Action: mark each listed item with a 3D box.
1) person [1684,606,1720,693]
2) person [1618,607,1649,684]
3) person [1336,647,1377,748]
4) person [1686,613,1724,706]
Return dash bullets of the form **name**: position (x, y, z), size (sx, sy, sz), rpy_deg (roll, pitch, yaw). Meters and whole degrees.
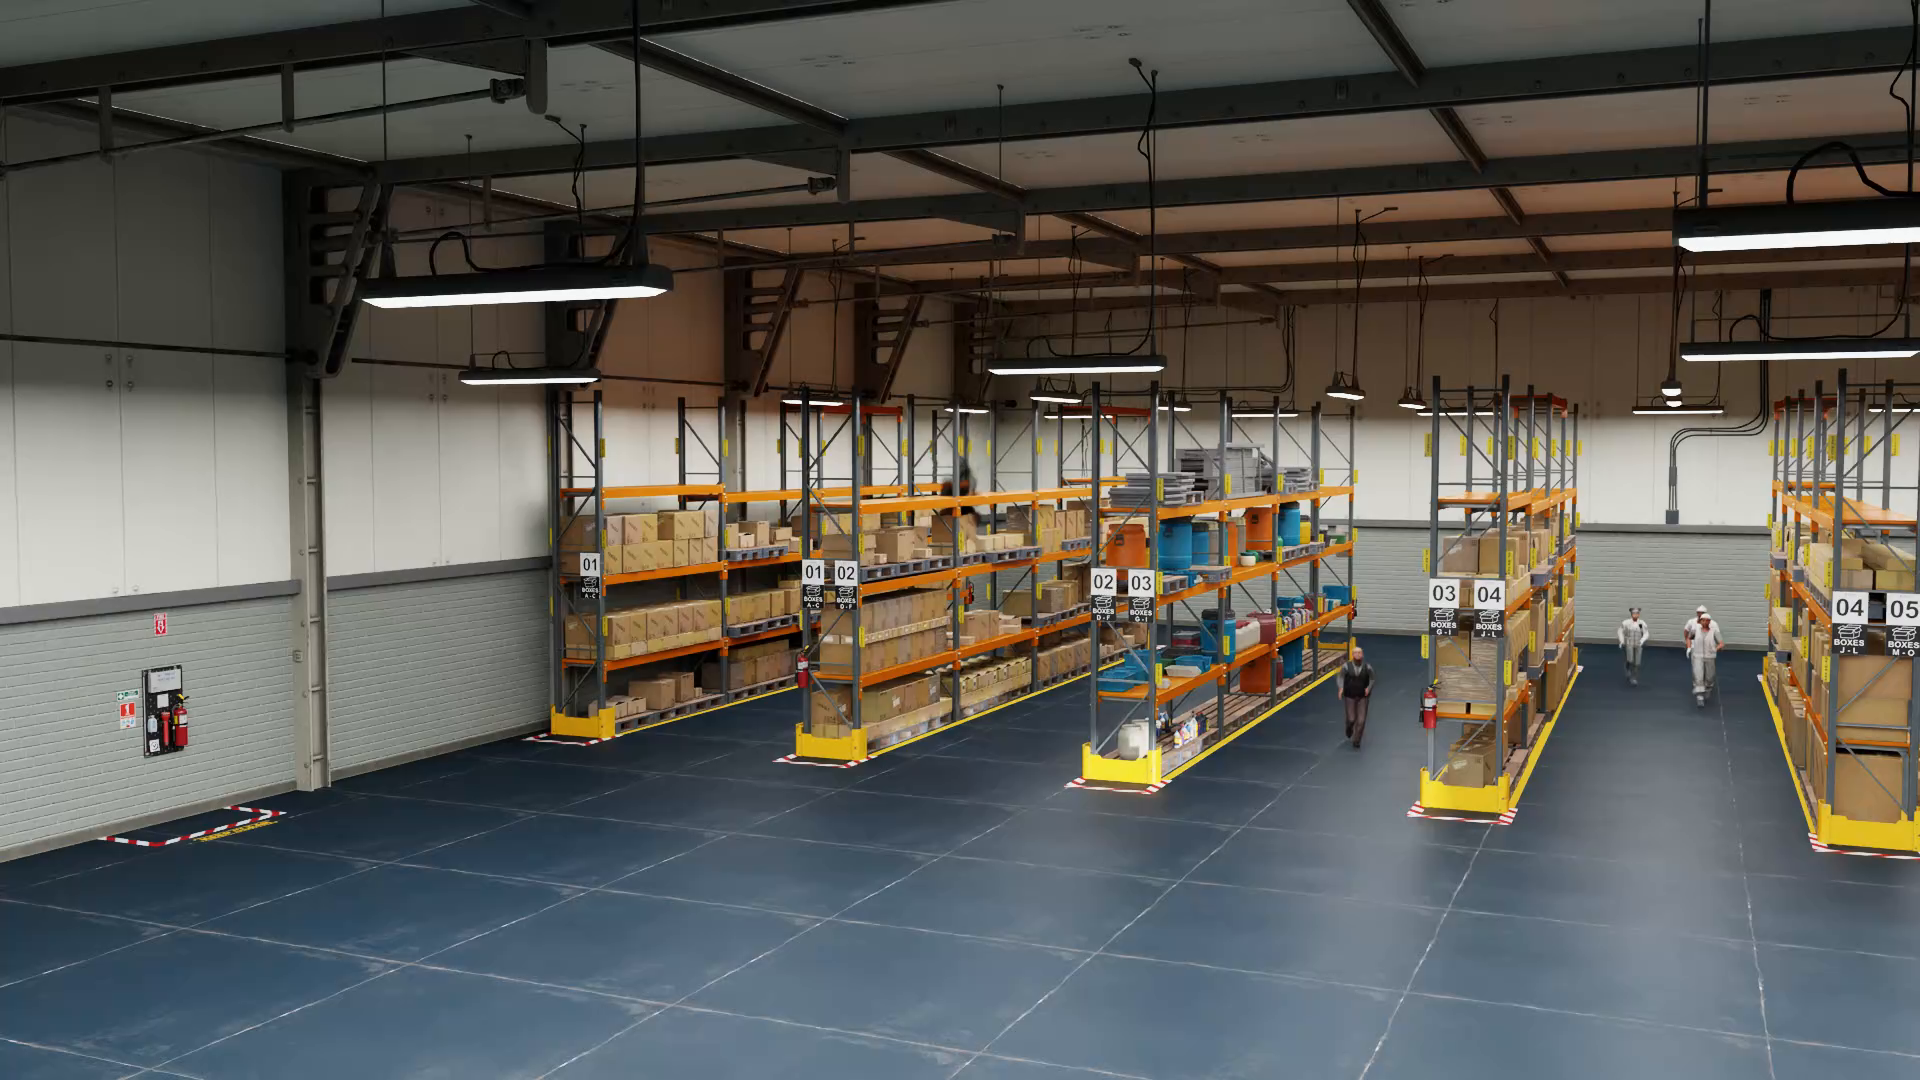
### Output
- **person**: position (15.299, 2.242, 34.312), size (0.711, 1.769, 0.895), rpy_deg (2, 4, 30)
- **person**: position (14.308, 2.236, 35.313), size (0.606, 1.649, 0.574), rpy_deg (1, 3, 15)
- **person**: position (6.641, 2.636, 27.841), size (0.662, 1.679, 0.581), rpy_deg (1, 3, 10)
- **person**: position (14.476, 2.305, 32.338), size (0.677, 1.770, 0.976), rpy_deg (2, 4, 26)
